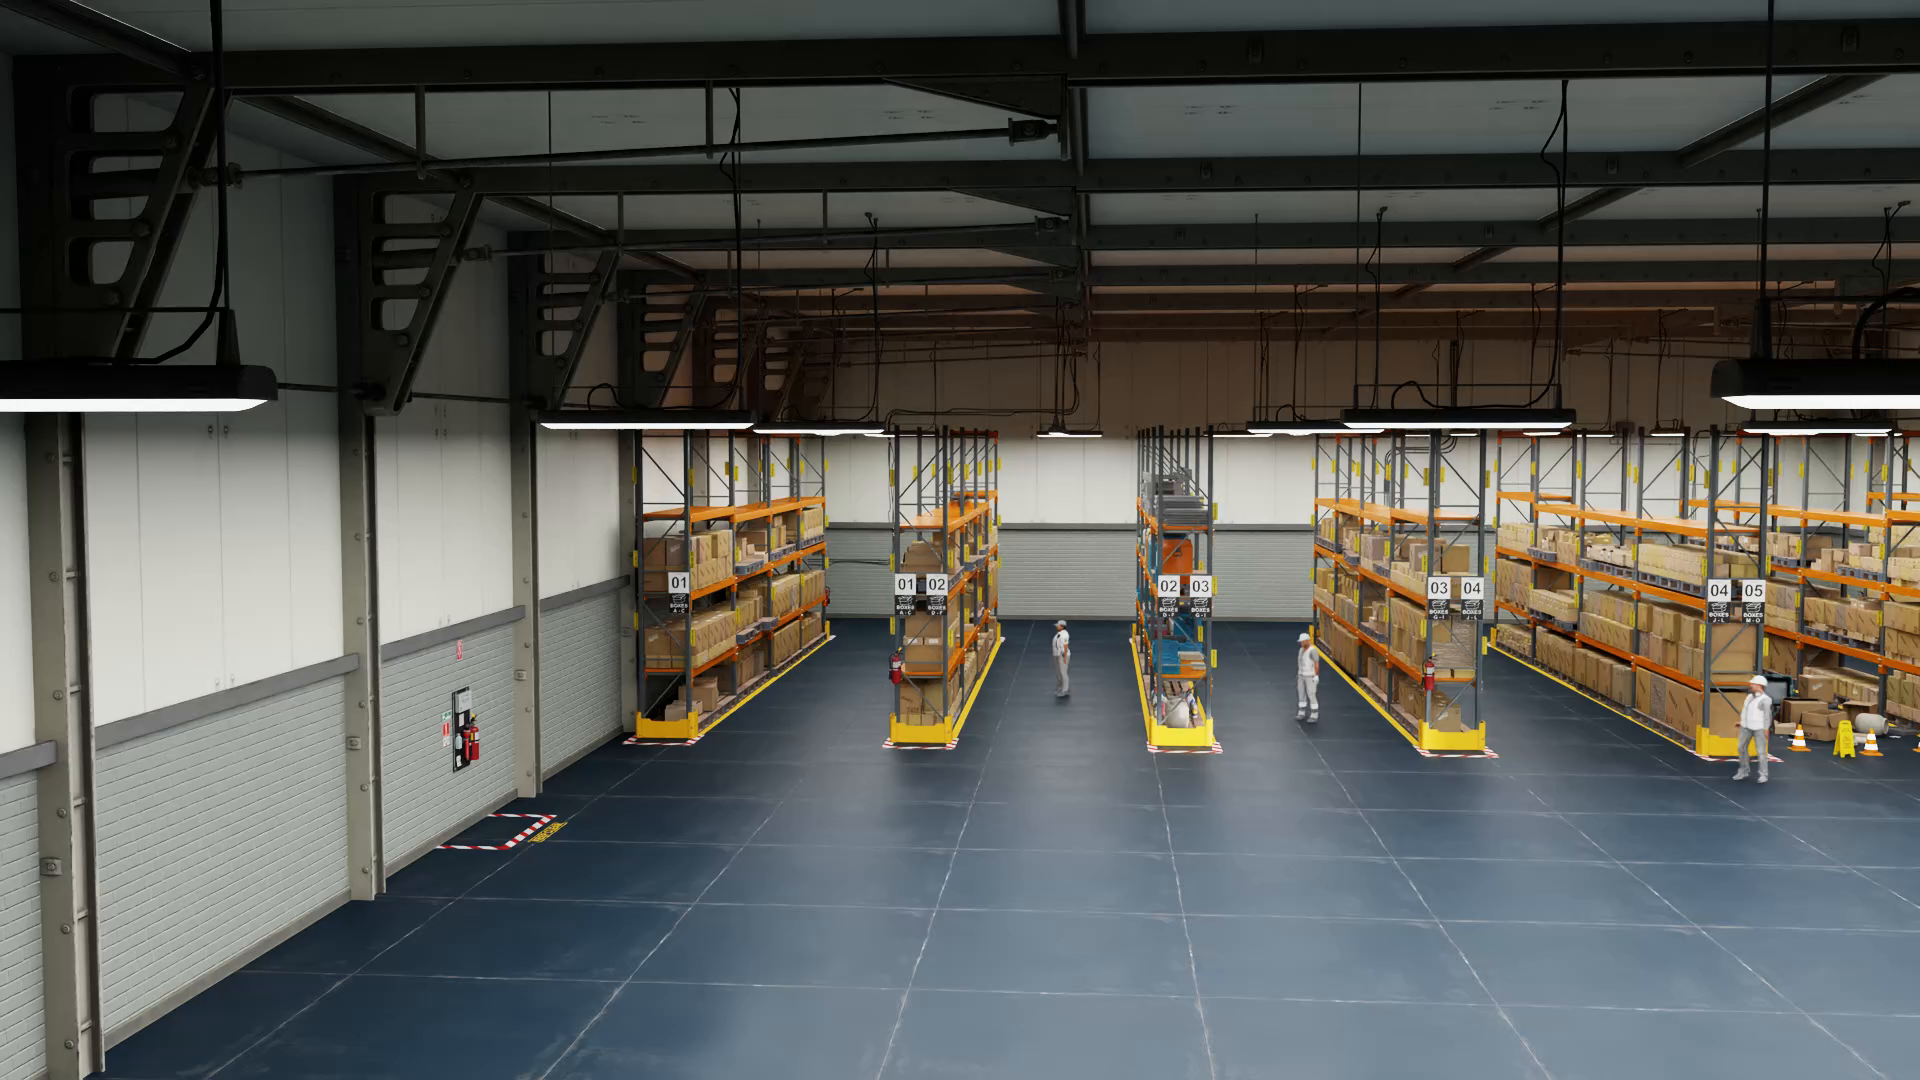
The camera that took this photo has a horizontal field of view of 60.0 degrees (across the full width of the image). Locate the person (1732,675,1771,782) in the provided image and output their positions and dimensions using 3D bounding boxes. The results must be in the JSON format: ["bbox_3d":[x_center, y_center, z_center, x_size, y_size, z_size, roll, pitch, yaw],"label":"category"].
[{"bbox_3d":[13.284,3.160,27.902,0.392,1.811,0.682,-2,4,-26],"label":"person"}]

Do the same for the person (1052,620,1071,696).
[{"bbox_3d":[2.280,2.645,37.442,0.403,1.673,0.563,-1,4,-17],"label":"person"}]

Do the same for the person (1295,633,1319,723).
[{"bbox_3d":[7.049,2.789,33.888,0.398,1.785,0.620,-2,4,-26],"label":"person"}]
